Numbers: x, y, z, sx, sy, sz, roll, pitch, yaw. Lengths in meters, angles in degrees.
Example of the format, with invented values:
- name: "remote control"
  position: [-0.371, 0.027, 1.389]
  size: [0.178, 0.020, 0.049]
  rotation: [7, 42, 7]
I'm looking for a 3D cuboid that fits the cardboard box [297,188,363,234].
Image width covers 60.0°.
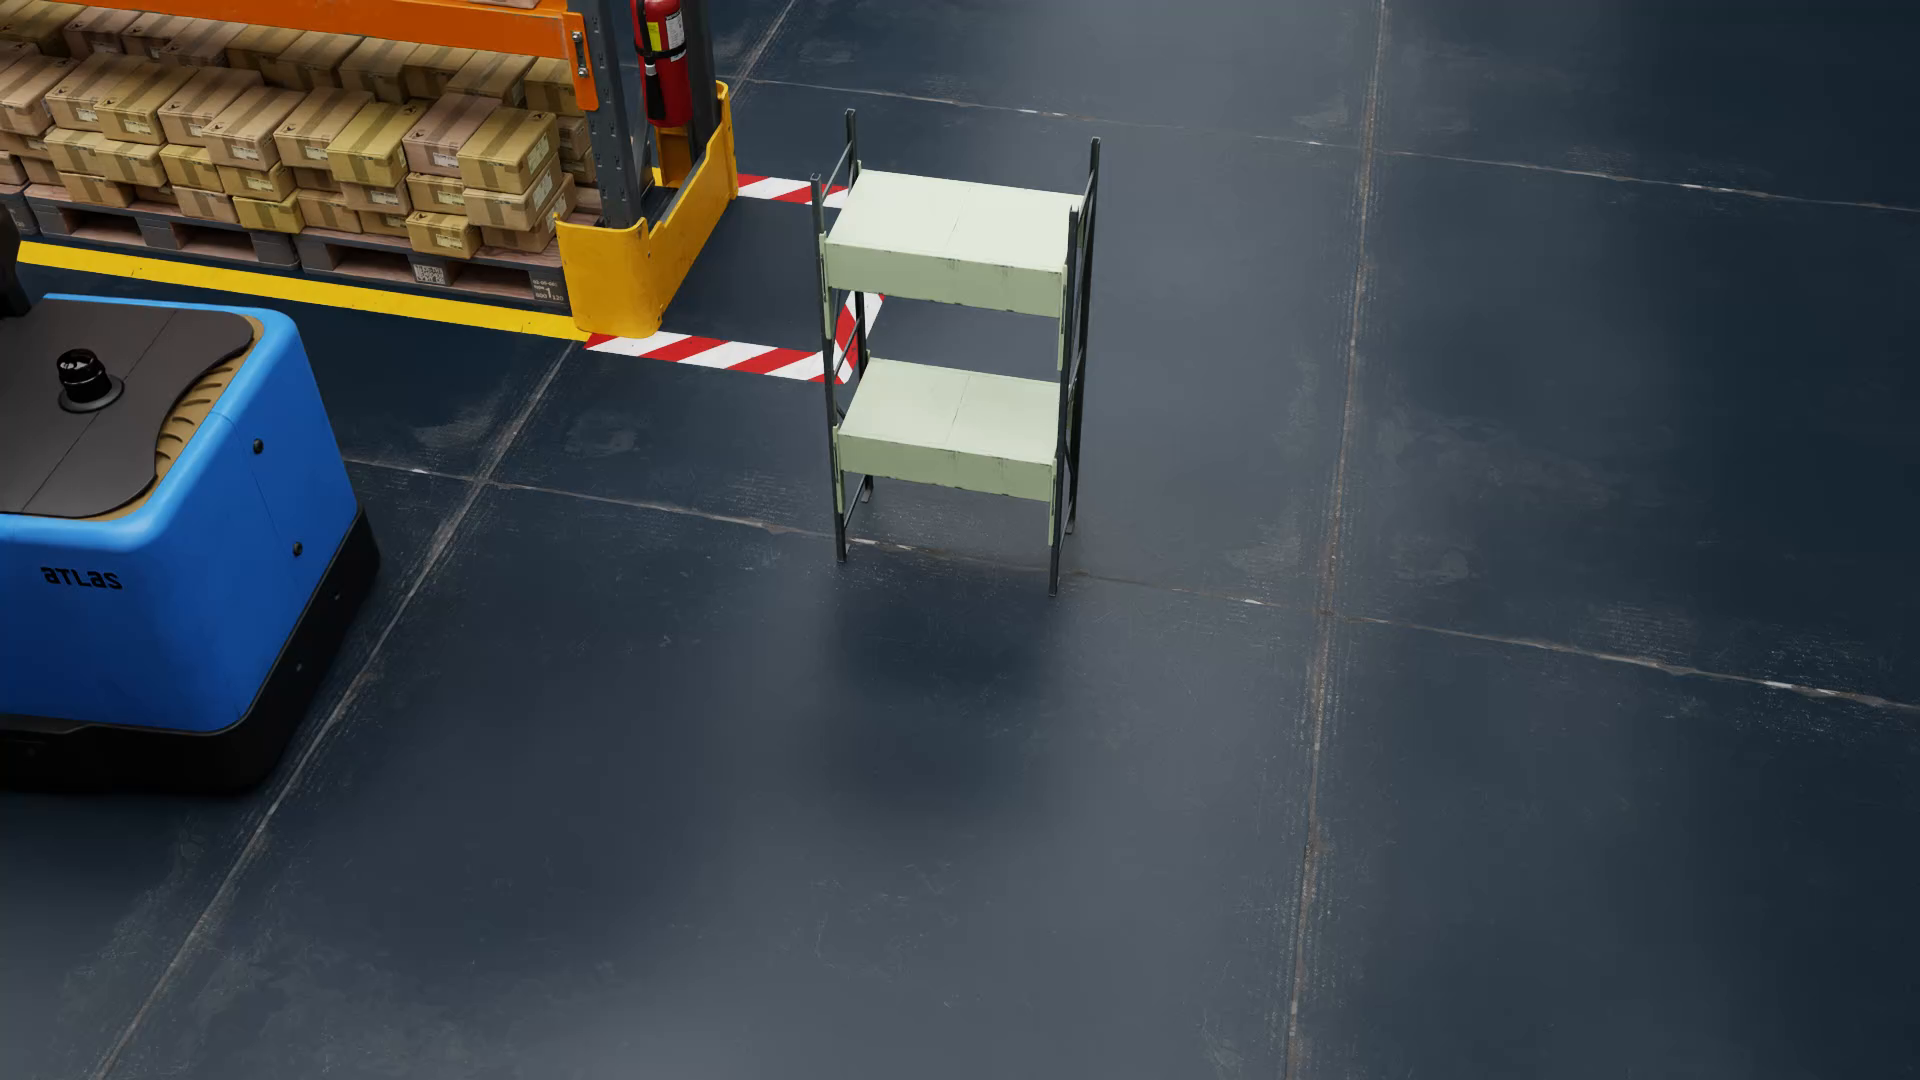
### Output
- name: "cardboard box"
  position: [-2.501, -1.437, 6.833]
  size: [0.250, 0.149, 0.380]
  rotation: [9, 45, 9]

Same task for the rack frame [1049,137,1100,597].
- name: "rack frame"
  position: [0.351, -0.486, 5.173]
  size: [0.023, 1.500, 0.400]
  rotation: [9, 45, 9]

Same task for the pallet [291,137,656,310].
- name: "pallet"
  position: [-2.045, -1.431, 7.084]
  size: [1.213, 0.211, 1.003]
  rotation: [9, 45, 9]

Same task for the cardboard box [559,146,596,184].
- name: "cardboard box"
  position: [-1.628, -1.697, 7.103]
  size: [0.250, 0.149, 0.380]
  rotation: [10, 45, 10]

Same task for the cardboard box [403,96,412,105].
- name: "cardboard box"
  position: [-2.381, -1.930, 7.131]
  size: [0.250, 0.149, 0.380]
  rotation: [10, 45, 10]

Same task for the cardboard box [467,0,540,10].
- name: "cardboard box"
  position: [-1.566, -2.044, 5.892]
  size: [0.250, 0.149, 0.380]
  rotation: [9, 45, 9]

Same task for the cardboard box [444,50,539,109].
- name: "cardboard box"
  position: [-1.919, -1.885, 6.869]
  size: [0.250, 0.149, 0.380]
  rotation: [10, 45, 10]

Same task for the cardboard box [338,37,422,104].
- name: "cardboard box"
  position: [-2.397, -1.991, 6.980]
  size: [0.250, 0.149, 0.380]
  rotation: [7, 44, 7]

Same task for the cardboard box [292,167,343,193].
- name: "cardboard box"
  position: [-2.511, -1.583, 6.770]
  size: [0.250, 0.149, 0.380]
  rotation: [8, 45, 9]

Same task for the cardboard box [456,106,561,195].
- name: "cardboard box"
  position: [-1.758, -1.524, 6.494]
  size: [0.250, 0.149, 0.380]
  rotation: [9, 45, 10]

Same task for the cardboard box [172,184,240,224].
- name: "cardboard box"
  position: [-3.026, -1.488, 6.886]
  size: [0.250, 0.149, 0.380]
  rotation: [10, 45, 10]

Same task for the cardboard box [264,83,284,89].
- name: "cardboard box"
  position: [-2.935, -1.919, 7.119]
  size: [0.250, 0.149, 0.380]
  rotation: [11, 45, 11]

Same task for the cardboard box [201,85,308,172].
- name: "cardboard box"
  position: [-2.784, -1.639, 6.614]
  size: [0.250, 0.149, 0.380]
  rotation: [10, 45, 11]

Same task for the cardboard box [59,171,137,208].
- name: "cardboard box"
  position: [-3.529, -1.565, 6.966]
  size: [0.250, 0.149, 0.380]
  rotation: [8, 44, 8]

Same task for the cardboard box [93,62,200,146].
- name: "cardboard box"
  position: [-3.279, -1.775, 6.755]
  size: [0.250, 0.149, 0.380]
  rotation: [9, 45, 9]

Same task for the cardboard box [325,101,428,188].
- name: "cardboard box"
  position: [-2.271, -1.554, 6.526]
  size: [0.250, 0.149, 0.380]
  rotation: [8, 44, 8]

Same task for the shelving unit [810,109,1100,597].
- name: "shelving unit"
  position: [-0.007, -0.541, 5.231]
  size: [0.755, 1.500, 0.431]
  rotation: [9, 45, 9]

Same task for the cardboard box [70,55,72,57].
- name: "cardboard box"
  position: [-3.958, -2.116, 7.324]
  size: [0.250, 0.149, 0.380]
  rotation: [9, 45, 9]

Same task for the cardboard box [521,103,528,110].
- name: "cardboard box"
  position: [-1.896, -1.841, 7.038]
  size: [0.250, 0.149, 0.380]
  rotation: [9, 45, 9]

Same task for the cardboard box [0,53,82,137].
- name: "cardboard box"
  position: [-3.795, -1.824, 6.806]
  size: [0.250, 0.149, 0.380]
  rotation: [10, 45, 10]

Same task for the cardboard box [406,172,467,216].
- name: "cardboard box"
  position: [-2.007, -1.471, 6.654]
  size: [0.250, 0.149, 0.380]
  rotation: [8, 44, 8]

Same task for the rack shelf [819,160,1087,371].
- name: "rack shelf"
  position: [-0.007, -0.823, 4.960]
  size: [0.720, 0.370, 0.431]
  rotation: [9, 45, 9]

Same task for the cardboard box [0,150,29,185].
- name: "cardboard box"
  position: [-4.032, -1.687, 7.092]
  size: [0.250, 0.149, 0.380]
  rotation: [8, 44, 8]

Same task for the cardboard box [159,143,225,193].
- name: "cardboard box"
  position: [-3.025, -1.593, 6.781]
  size: [0.250, 0.149, 0.380]
  rotation: [11, 45, 11]

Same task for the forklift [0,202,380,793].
- name: "forklift"
  position: [-3.496, -0.752, 4.417]
  size: [3.031, 2.935, 1.130]
  rotation: [5, 44, 5]

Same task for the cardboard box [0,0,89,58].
- name: "cardboard box"
  position: [-3.947, -2.206, 7.203]
  size: [0.250, 0.149, 0.380]
  rotation: [10, 45, 10]

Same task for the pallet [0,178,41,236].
- name: "pallet"
  position: [-4.427, -1.800, 7.468]
  size: [1.213, 0.211, 1.003]
  rotation: [9, 45, 9]

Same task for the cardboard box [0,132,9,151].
- name: "cardboard box"
  position: [-4.031, -1.809, 7.005]
  size: [0.250, 0.149, 0.380]
  rotation: [7, 44, 7]

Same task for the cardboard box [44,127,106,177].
- name: "cardboard box"
  position: [-3.535, -1.671, 6.861]
  size: [0.250, 0.149, 0.380]
  rotation: [9, 45, 9]

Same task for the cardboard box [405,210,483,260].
- name: "cardboard box"
  position: [-2.019, -1.310, 6.701]
  size: [0.250, 0.149, 0.380]
  rotation: [10, 45, 10]

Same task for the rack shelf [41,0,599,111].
- name: "rack shelf"
  position: [-3.138, -2.320, 6.517]
  size: [4.000, 0.370, 1.077]
  rotation: [9, 45, 9]

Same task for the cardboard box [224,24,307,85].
- name: "cardboard box"
  position: [-2.912, -2.110, 7.104]
  size: [0.250, 0.149, 0.380]
  rotation: [9, 45, 10]

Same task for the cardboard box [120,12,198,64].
- name: "cardboard box"
  position: [-3.397, -2.195, 7.192]
  size: [0.250, 0.149, 0.380]
  rotation: [7, 44, 8]
